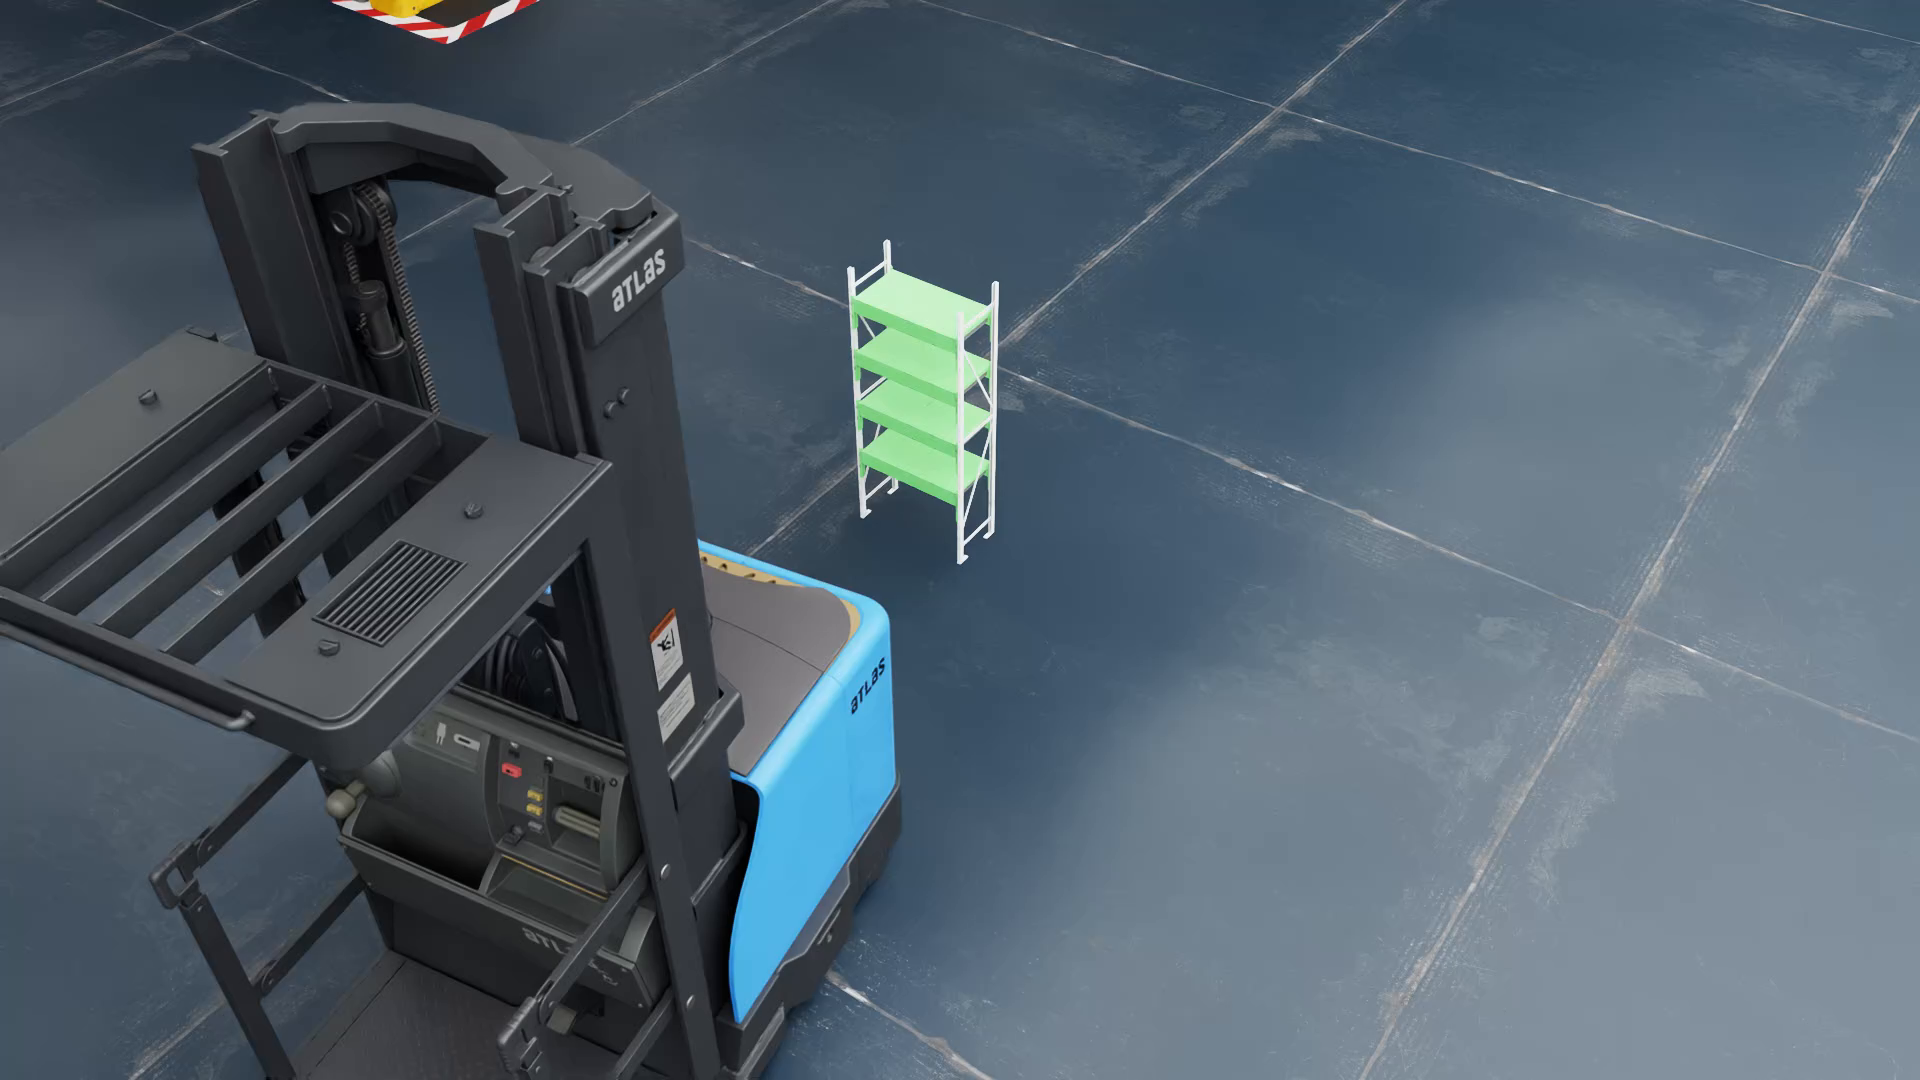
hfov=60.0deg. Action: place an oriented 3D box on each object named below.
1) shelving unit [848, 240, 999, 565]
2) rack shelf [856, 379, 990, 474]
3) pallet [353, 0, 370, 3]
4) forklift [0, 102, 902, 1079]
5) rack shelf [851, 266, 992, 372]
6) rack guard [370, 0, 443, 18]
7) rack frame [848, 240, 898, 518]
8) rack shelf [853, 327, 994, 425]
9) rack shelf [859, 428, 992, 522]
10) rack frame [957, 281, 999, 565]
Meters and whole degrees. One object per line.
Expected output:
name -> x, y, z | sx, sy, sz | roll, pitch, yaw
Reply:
shelving unit -> -0.136, -0.511, 6.421 | 0.503, 1.200, 0.258 | 25, 48, 25
rack shelf -> -0.136, -0.463, 6.463 | 0.480, 0.148, 0.258 | 25, 48, 25
pallet -> -3.999, -3.983, 11.043 | 1.213, 0.211, 1.003 | 25, 48, 25
forklift -> -1.285, 0.646, 3.831 | 1.130, 2.935, 3.031 | 18, 45, 19
rack shelf -> -0.136, -0.821, 6.143 | 0.480, 0.148, 0.258 | 25, 48, 25
rack guard -> -3.279, -3.818, 10.642 | 0.348, 0.500, 1.175 | 25, 48, 25
rack frame -> -0.335, -0.604, 6.525 | 0.015, 1.200, 0.240 | 25, 48, 25
rack shelf -> -0.136, -0.642, 6.303 | 0.480, 0.148, 0.258 | 25, 48, 25
rack shelf -> -0.136, -0.284, 6.623 | 0.480, 0.148, 0.258 | 25, 48, 25
rack frame -> 0.064, -0.417, 6.316 | 0.015, 1.200, 0.240 | 25, 48, 25
